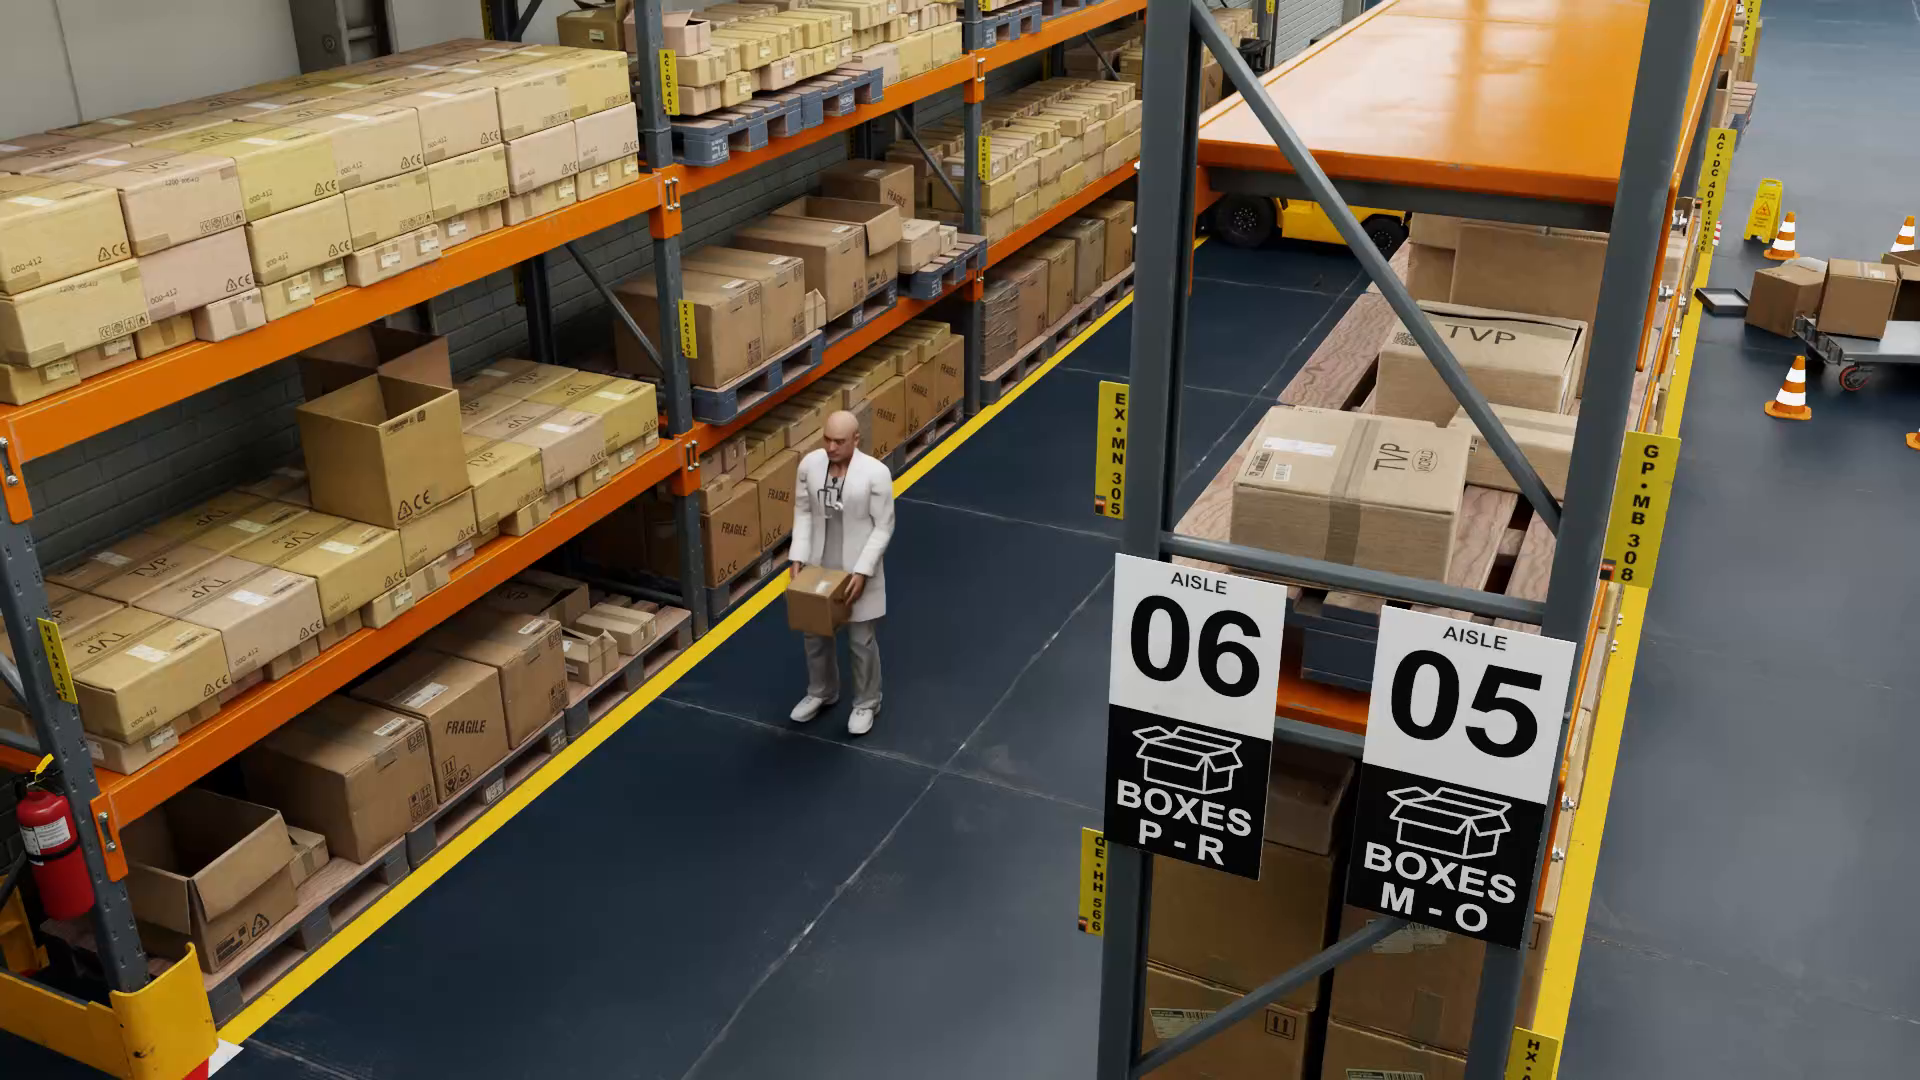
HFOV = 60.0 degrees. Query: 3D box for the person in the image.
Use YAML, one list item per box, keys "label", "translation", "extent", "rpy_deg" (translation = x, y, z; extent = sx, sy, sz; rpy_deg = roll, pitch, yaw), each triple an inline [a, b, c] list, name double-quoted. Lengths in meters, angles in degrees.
- label: "person"
  translation: [-0.634, 0.169, 8.771]
  extent: [0.577, 1.782, 0.455]
  rpy_deg: [11, 28, 21]
